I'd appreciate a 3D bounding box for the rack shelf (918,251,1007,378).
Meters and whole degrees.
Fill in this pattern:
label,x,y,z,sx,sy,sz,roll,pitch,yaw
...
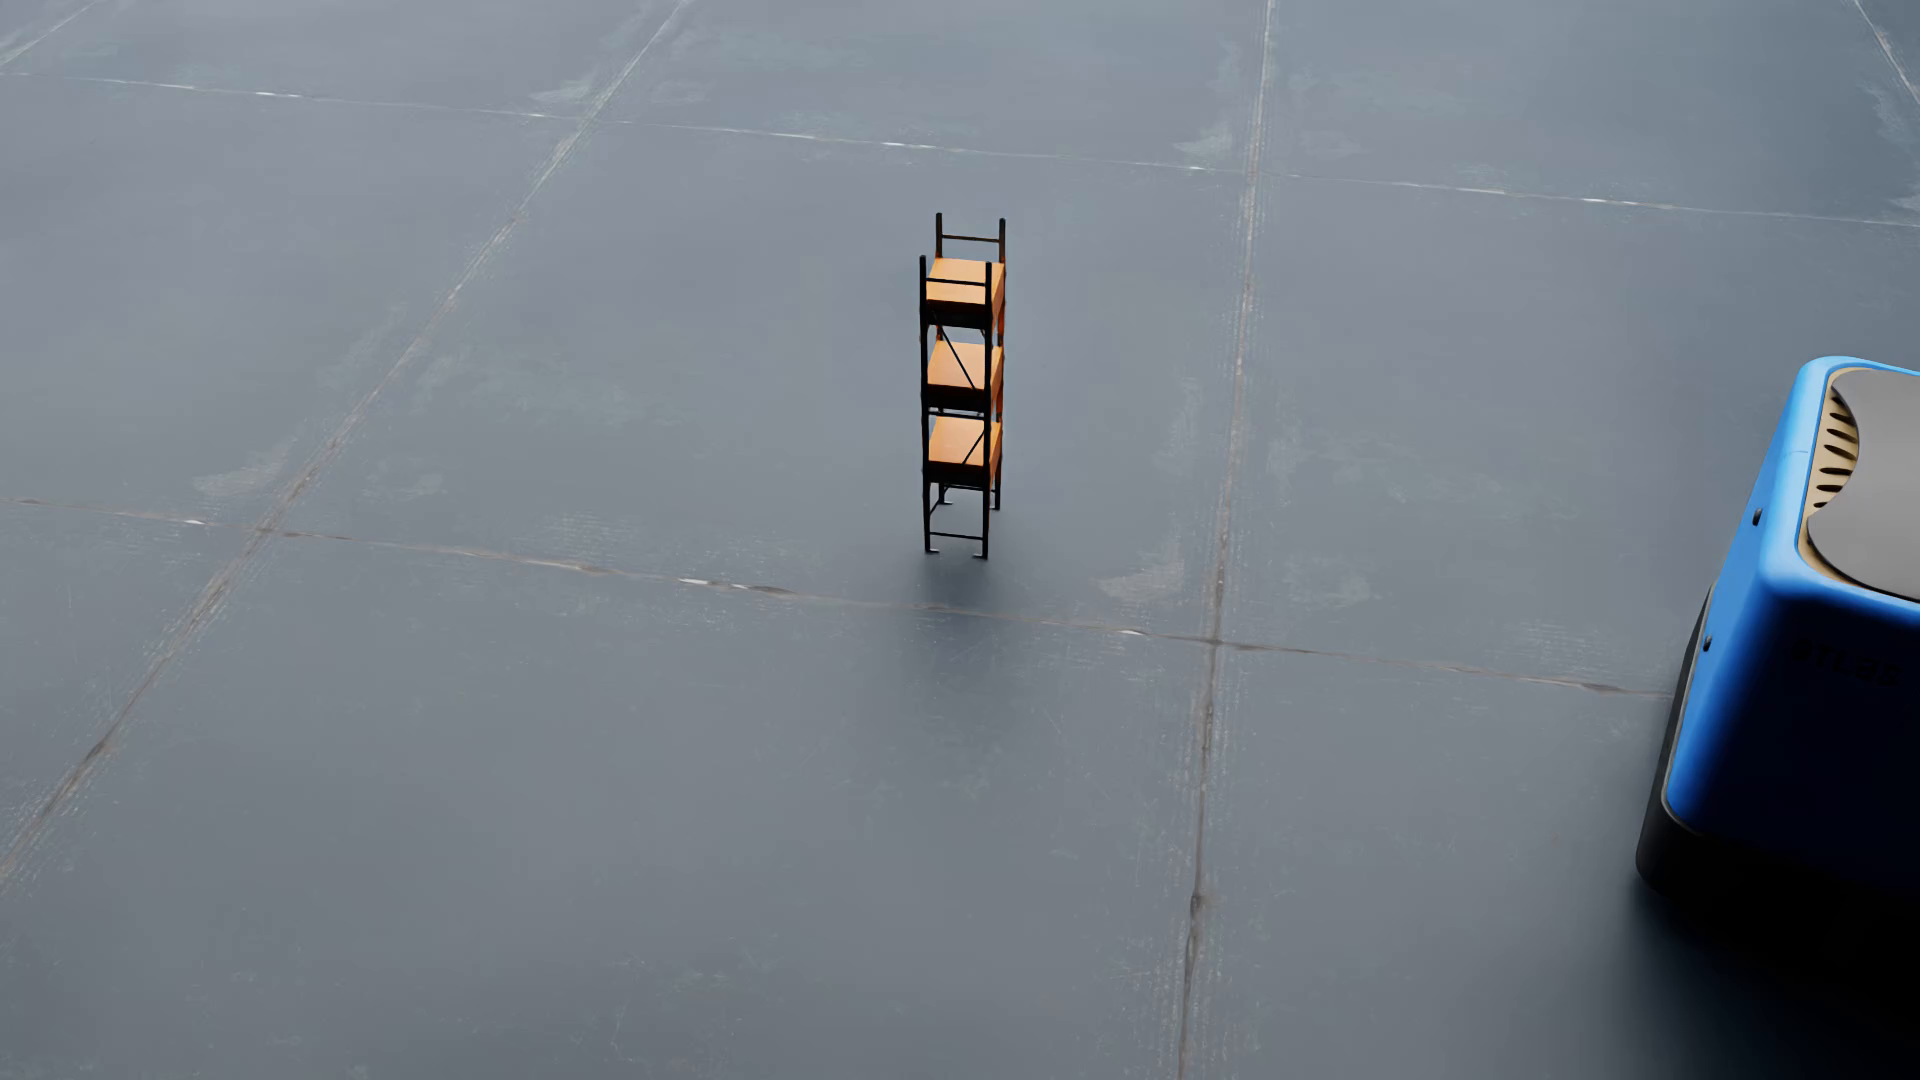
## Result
label,x,y,z,sx,sy,sz,roll,pitch,yaw
rack shelf,0.009,-0.649,4.782,0.215,0.259,0.240,6,40,8

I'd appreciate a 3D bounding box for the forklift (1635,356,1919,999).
label,x,y,z,sx,sy,sz,roll,pitch,yaw
forklift,3.239,-0.084,3.052,3.031,2.935,1.130,18,43,20

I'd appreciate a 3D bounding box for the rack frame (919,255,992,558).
label,x,y,z,sx,sy,sz,roll,pitch,yaw
rack frame,-0.012,-0.362,4.863,0.200,1.050,0.008,6,40,8

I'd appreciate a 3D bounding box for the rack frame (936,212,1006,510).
label,x,y,z,sx,sy,sz,roll,pitch,yaw
rack frame,0.030,-0.515,5.049,0.200,1.050,0.008,6,40,8

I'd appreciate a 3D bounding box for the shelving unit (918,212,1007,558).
label,x,y,z,sx,sy,sz,roll,pitch,yaw
shelving unit,0.009,-0.438,4.956,0.215,1.050,0.252,6,40,8

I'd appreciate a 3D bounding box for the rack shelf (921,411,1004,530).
label,x,y,z,sx,sy,sz,roll,pitch,yaw
rack shelf,0.009,-0.216,5.140,0.215,0.259,0.240,6,40,8

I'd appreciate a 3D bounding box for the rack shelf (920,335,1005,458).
label,x,y,z,sx,sy,sz,roll,pitch,yaw
rack shelf,0.009,-0.430,4.963,0.215,0.259,0.240,6,40,8
